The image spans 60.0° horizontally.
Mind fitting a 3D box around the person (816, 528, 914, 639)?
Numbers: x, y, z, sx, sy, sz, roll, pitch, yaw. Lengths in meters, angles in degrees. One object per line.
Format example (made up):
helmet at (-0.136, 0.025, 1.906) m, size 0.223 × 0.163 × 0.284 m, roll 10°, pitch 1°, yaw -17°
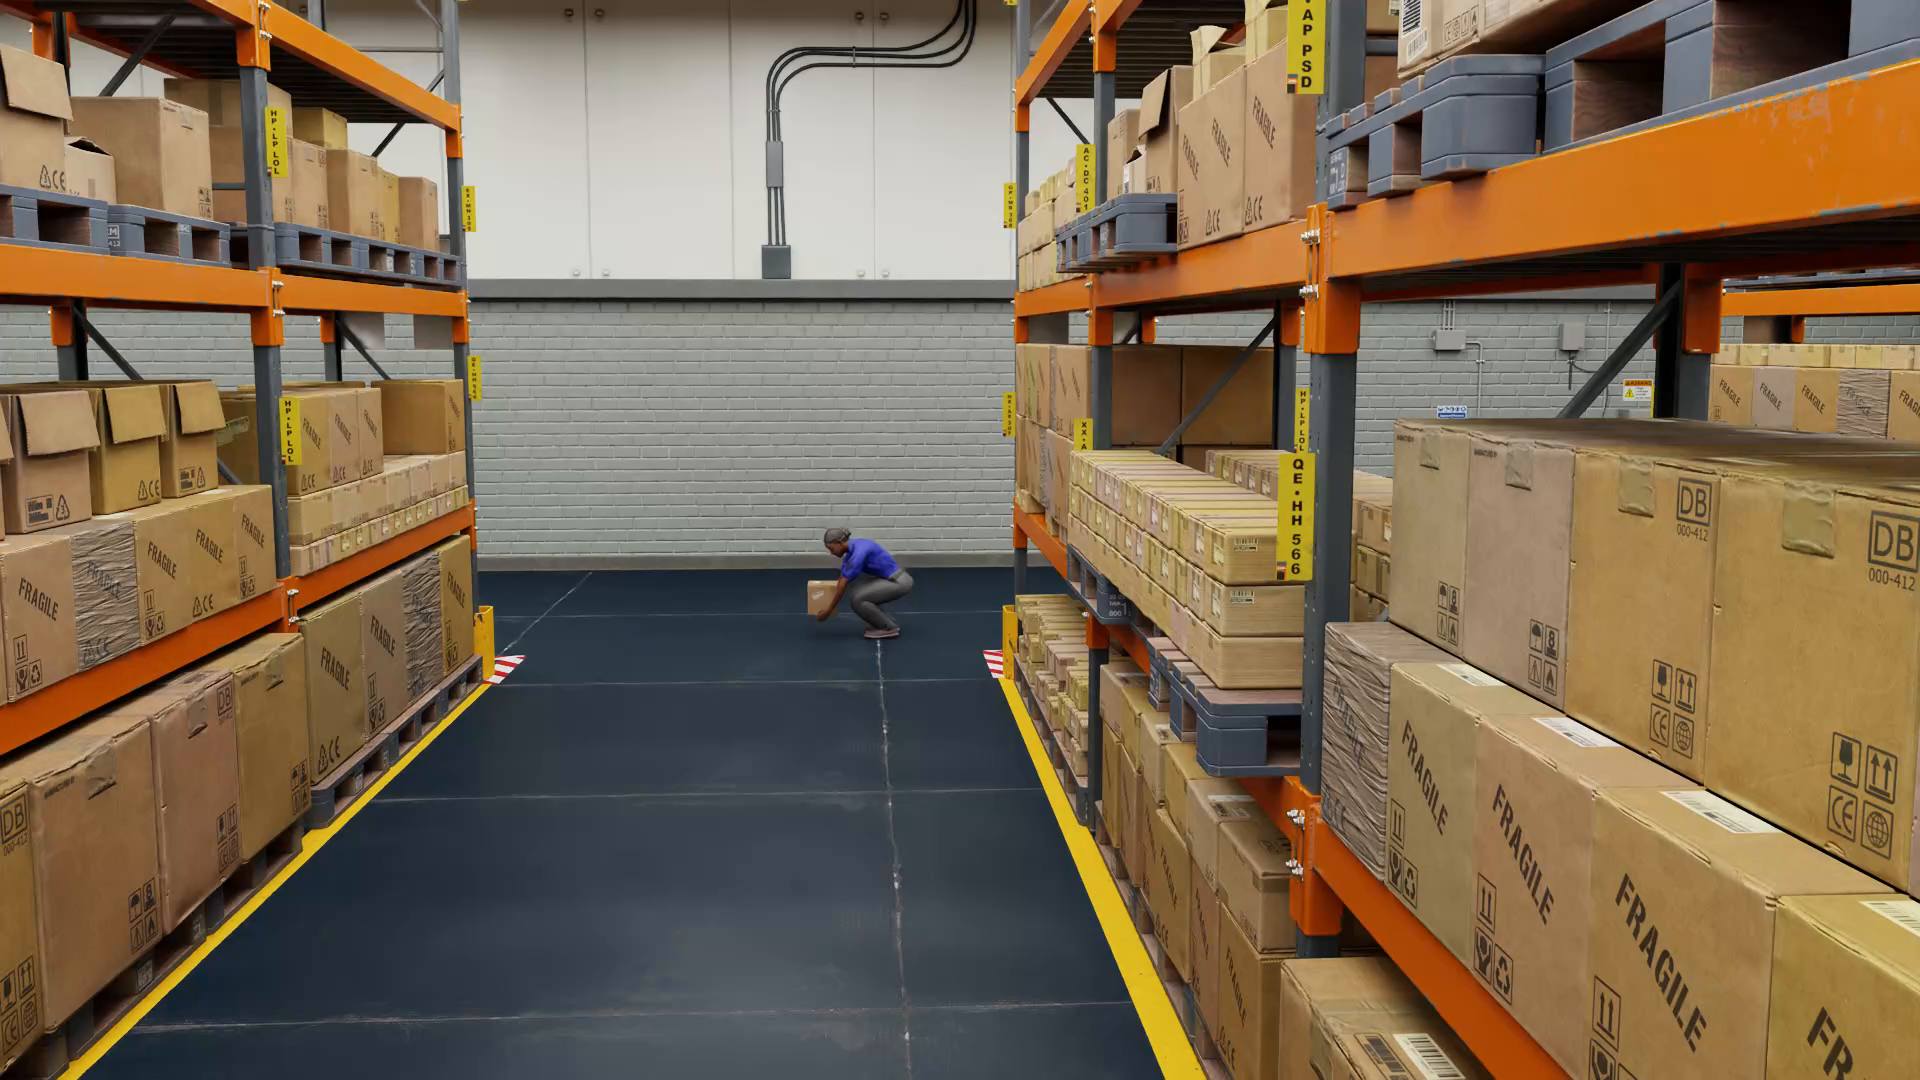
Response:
person at (-0.797, 0.354, 13.937) m, size 0.823 × 0.926 × 0.483 m, roll 0°, pitch 7°, yaw -4°
